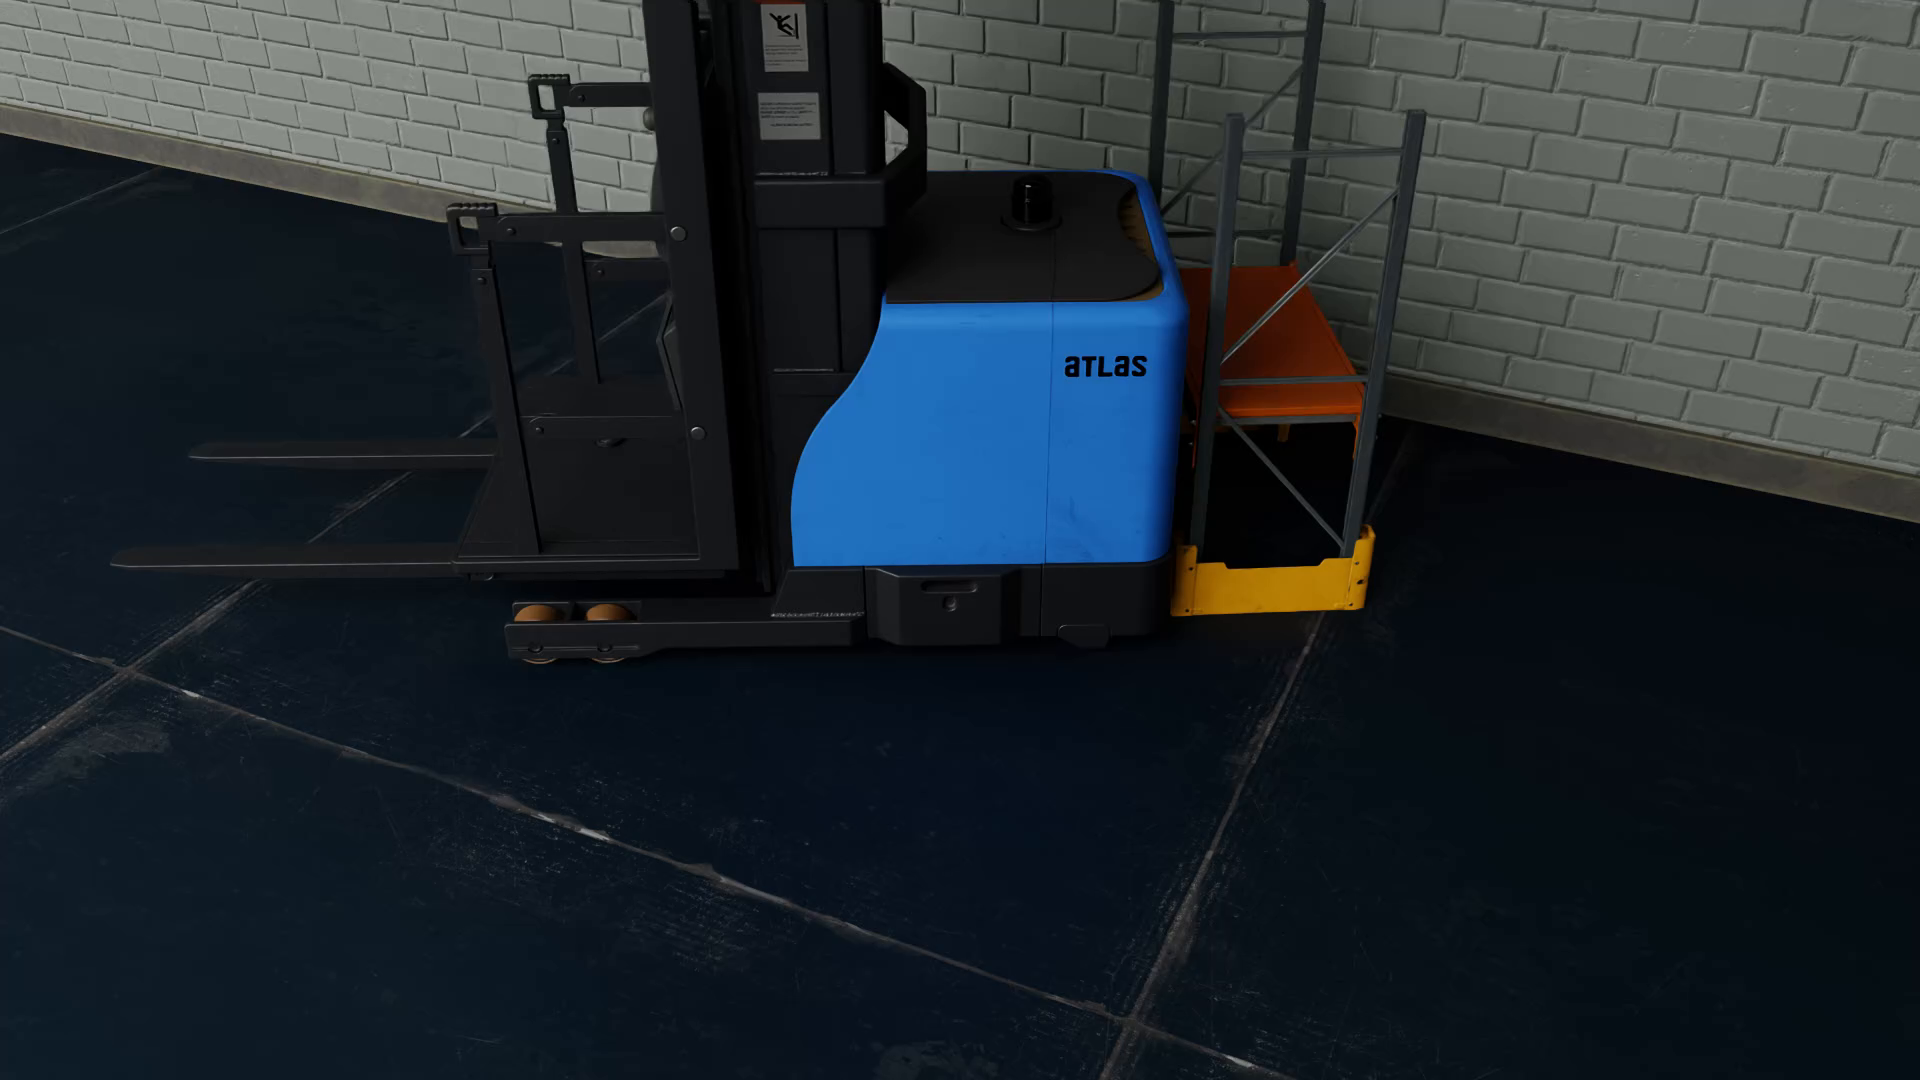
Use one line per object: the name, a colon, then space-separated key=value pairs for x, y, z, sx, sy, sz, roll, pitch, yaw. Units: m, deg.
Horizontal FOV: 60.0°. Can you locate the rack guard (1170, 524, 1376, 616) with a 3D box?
rack guard: x=0.909 y=0.089 z=4.886 sx=0.587 sy=0.250 sz=0.087 roll=-2 pitch=33 yaw=-3

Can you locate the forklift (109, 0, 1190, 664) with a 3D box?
forklift: x=-0.919 y=-1.168 z=4.358 sx=3.031 sy=2.935 sz=1.130 roll=-1 pitch=33 yaw=-1

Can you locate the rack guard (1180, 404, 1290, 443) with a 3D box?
rack guard: x=0.846 y=-0.456 z=5.718 sx=0.587 sy=0.250 sz=0.087 roll=-2 pitch=33 yaw=-3

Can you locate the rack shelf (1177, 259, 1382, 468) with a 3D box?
rack shelf: x=0.878 y=-0.561 z=5.065 sx=0.538 sy=0.185 sz=1.000 roll=-2 pitch=33 yaw=-3

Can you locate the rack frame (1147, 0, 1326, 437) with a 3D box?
rack frame: x=0.846 y=-0.990 z=5.391 sx=0.500 sy=1.500 sz=0.032 roll=-2 pitch=33 yaw=-3

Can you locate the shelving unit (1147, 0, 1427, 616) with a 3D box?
shelving unit: x=0.878 y=-0.707 z=4.959 sx=0.587 sy=1.500 sz=1.083 roll=-2 pitch=33 yaw=-3

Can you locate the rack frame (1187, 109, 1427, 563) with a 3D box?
rack frame: x=0.910 y=-0.433 z=4.543 sx=0.500 sy=1.500 sz=0.032 roll=-2 pitch=33 yaw=-3
